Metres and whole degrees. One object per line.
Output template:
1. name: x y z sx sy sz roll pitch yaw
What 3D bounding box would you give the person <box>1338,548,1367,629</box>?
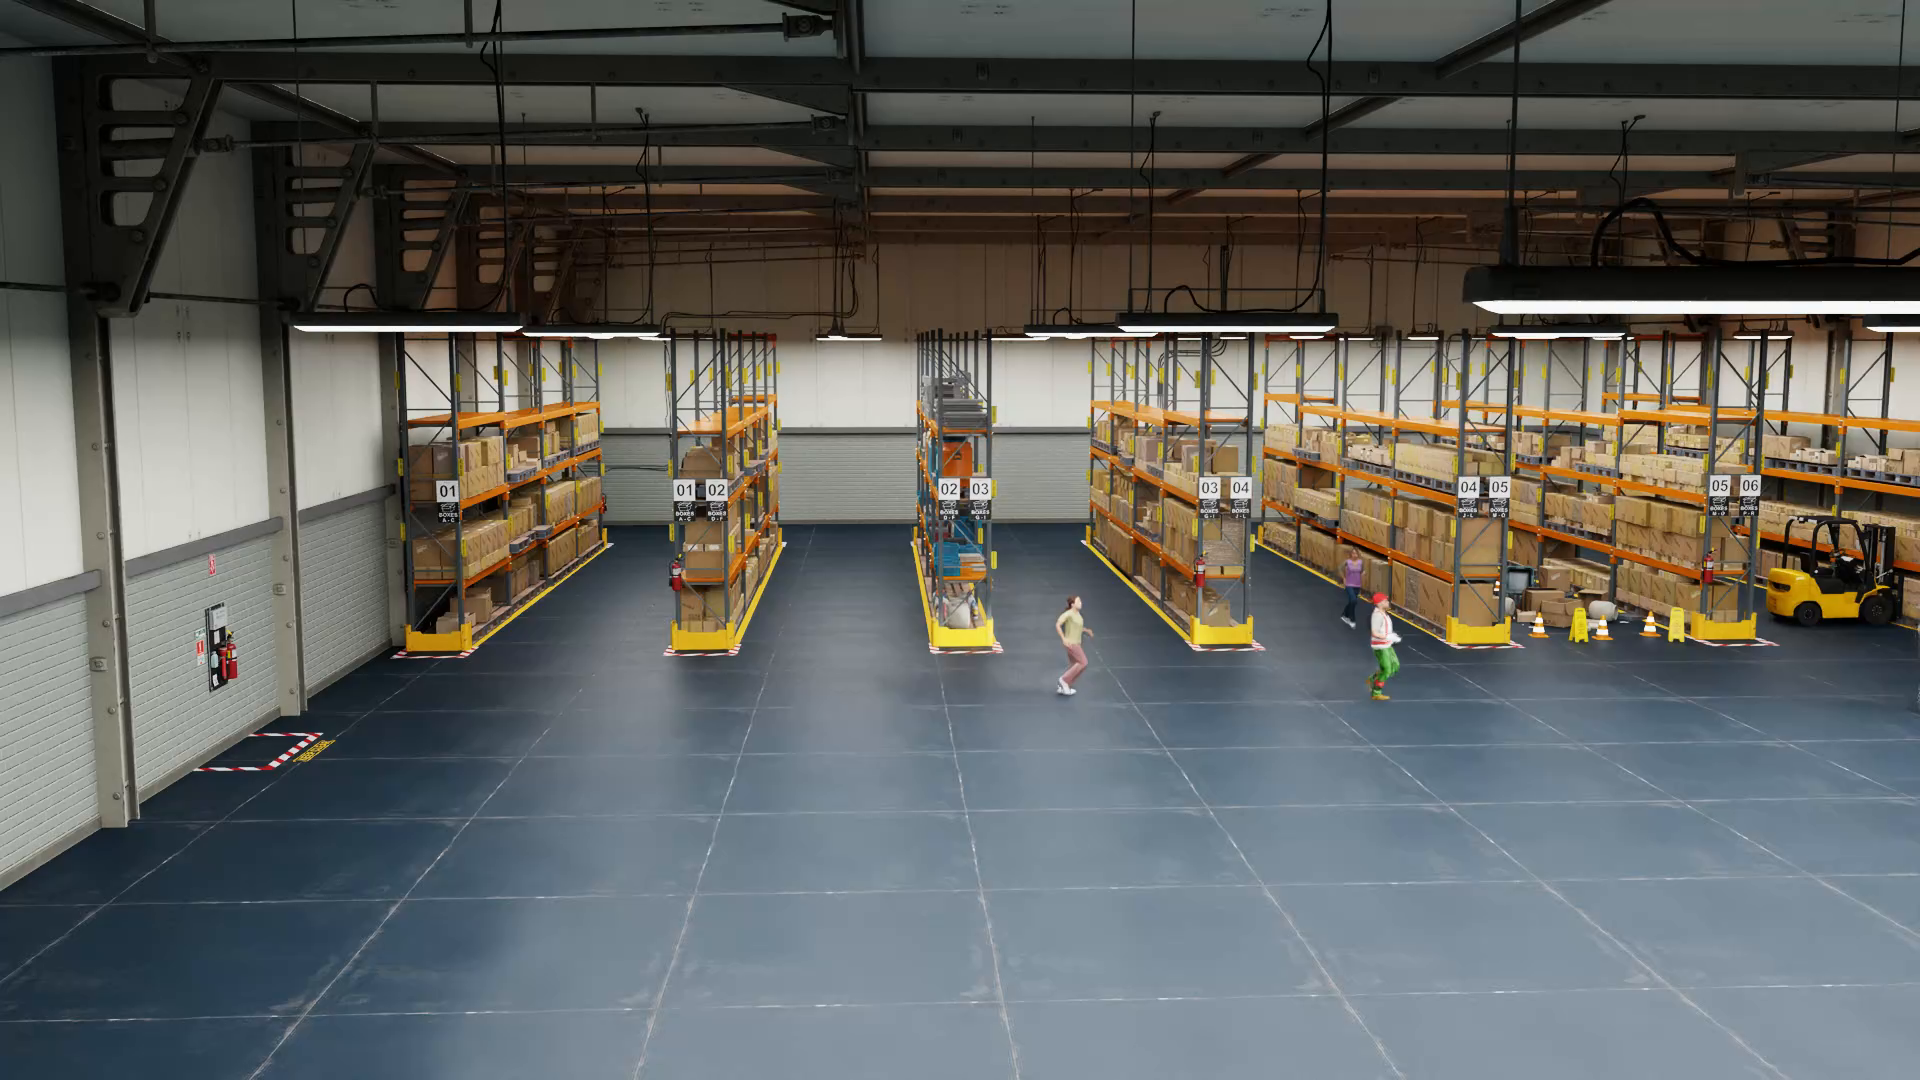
1. person: 7.969 0.974 33.702 0.509 1.650 0.721 -2 7 -13

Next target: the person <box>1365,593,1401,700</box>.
1. person: 6.816 1.709 26.722 0.598 1.740 0.648 3 7 26

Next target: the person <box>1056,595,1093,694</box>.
1. person: 1.877 1.707 27.184 0.564 1.641 0.587 3 7 21

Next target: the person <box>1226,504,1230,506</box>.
1. person: 7.408 -0.732 47.797 0.741 1.652 0.570 4 8 30
